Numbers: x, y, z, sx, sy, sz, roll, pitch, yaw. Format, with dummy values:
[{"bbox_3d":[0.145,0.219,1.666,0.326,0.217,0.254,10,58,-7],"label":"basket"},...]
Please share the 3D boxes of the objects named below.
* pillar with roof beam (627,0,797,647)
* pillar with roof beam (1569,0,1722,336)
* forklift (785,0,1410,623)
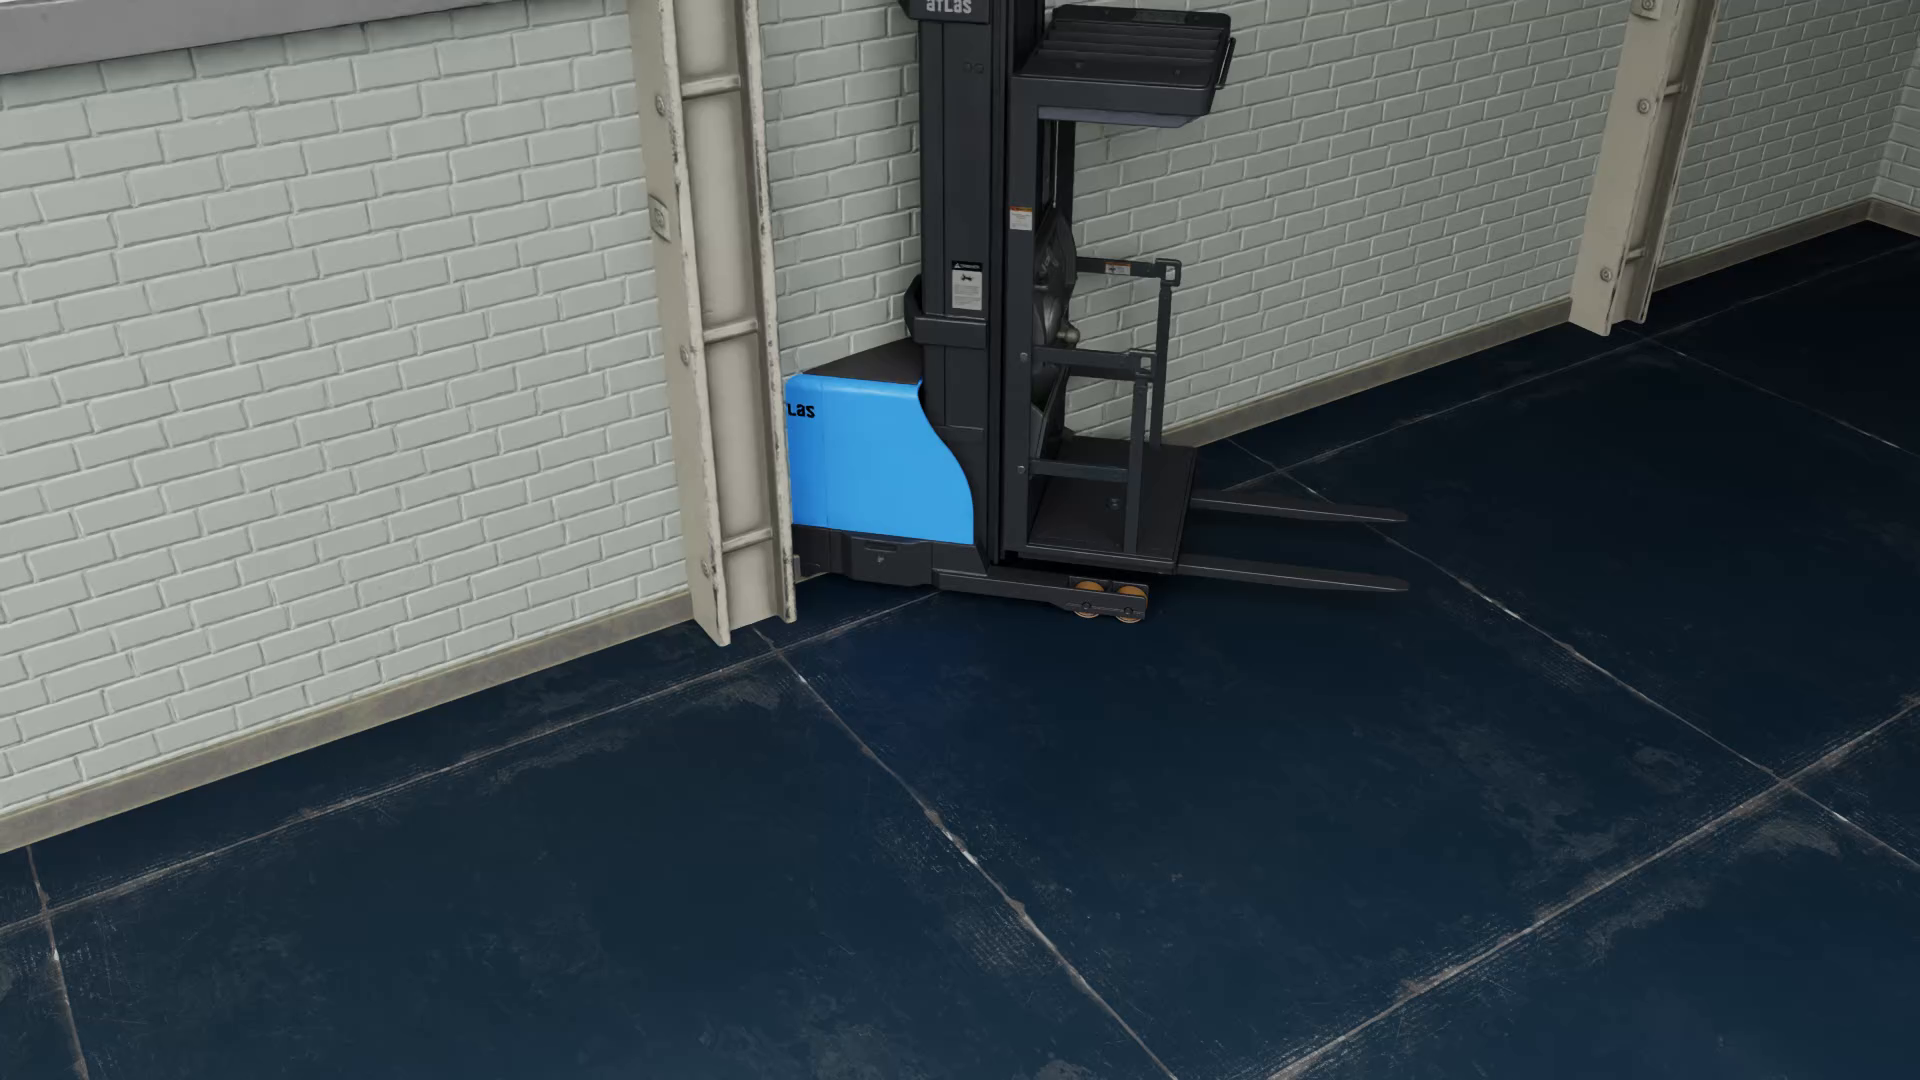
[{"bbox_3d":[1.335,-1.519,2.224,0.400,9.000,9.100,-19,37,-27],"label":"pillar with roof beam"},{"bbox_3d":[6.378,-3.254,4.973,0.400,9.000,9.100,-19,37,-27],"label":"pillar with roof beam"},{"bbox_3d":[0.610,-1.170,7.357,3.031,2.935,1.130,7,33,10],"label":"forklift"}]
